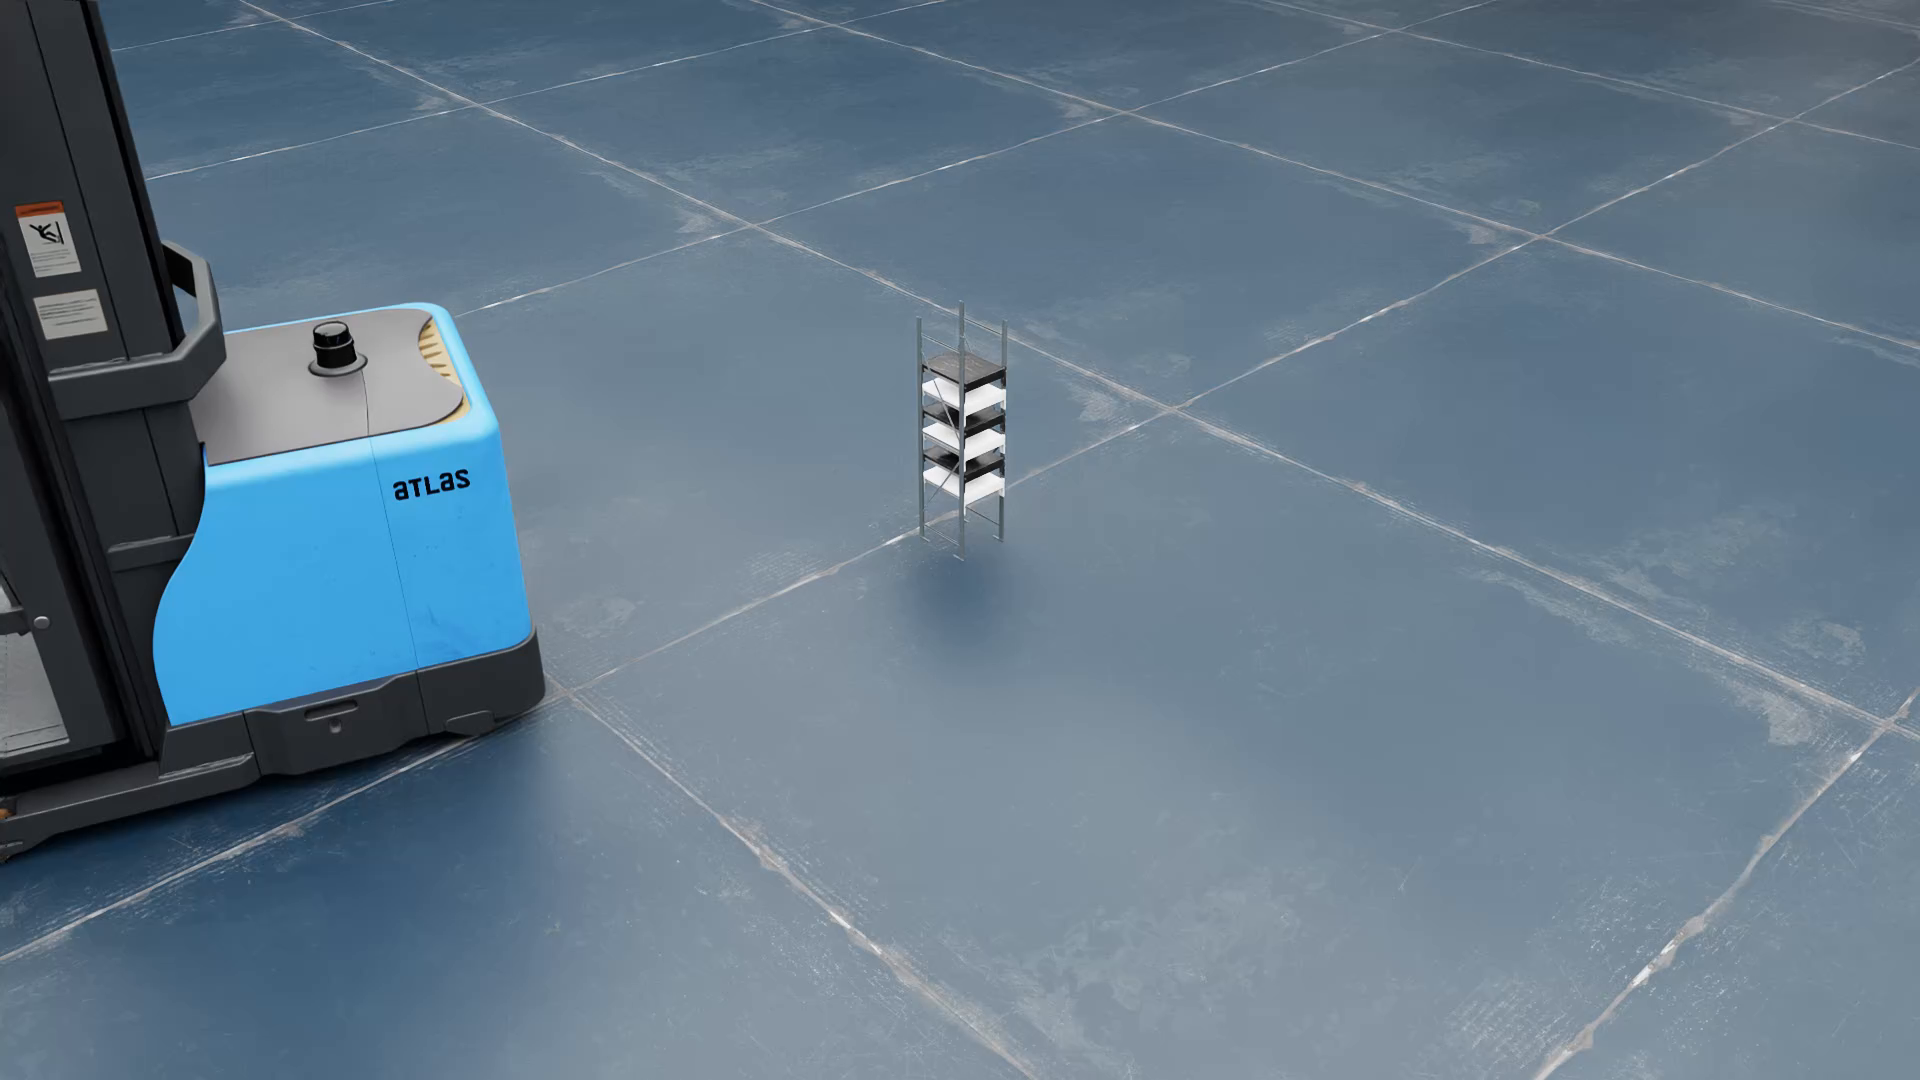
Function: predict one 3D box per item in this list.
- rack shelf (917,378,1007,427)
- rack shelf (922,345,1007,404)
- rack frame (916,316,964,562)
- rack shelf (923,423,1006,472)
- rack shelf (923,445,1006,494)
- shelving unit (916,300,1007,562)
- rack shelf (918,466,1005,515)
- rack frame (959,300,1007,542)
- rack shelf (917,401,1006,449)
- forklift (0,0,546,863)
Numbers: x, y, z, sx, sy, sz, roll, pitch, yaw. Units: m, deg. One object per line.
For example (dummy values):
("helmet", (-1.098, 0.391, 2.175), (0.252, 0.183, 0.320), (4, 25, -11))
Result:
("rack shelf", (0.006, -0.512, 5.943), (0.200, 0.077, 0.258), (-26, 40, -35))
("rack shelf", (0.006, -0.589, 5.896), (0.200, 0.077, 0.258), (-26, 40, -35))
("rack frame", (-0.069, -0.351, 5.961), (0.006, 0.900, 0.240), (-26, 40, -35))
("rack shelf", (0.006, -0.358, 6.037), (0.200, 0.077, 0.258), (-26, 40, -35))
("rack shelf", (0.006, -0.282, 6.084), (0.200, 0.077, 0.258), (-26, 40, -35))
("shelving unit", (0.006, -0.387, 6.020), (0.210, 0.900, 0.258), (-26, 40, -35))
("rack shelf", (0.006, -0.205, 6.131), (0.200, 0.077, 0.258), (-26, 40, -35))
("rack frame", (0.081, -0.423, 6.079), (0.006, 0.900, 0.240), (-26, 40, -35))
("rack shelf", (0.006, -0.435, 5.990), (0.200, 0.077, 0.258), (-26, 40, -35))
("forklift", (-2.887, -0.597, 4.416), (3.031, 2.935, 1.130), (-13, 34, -20))
